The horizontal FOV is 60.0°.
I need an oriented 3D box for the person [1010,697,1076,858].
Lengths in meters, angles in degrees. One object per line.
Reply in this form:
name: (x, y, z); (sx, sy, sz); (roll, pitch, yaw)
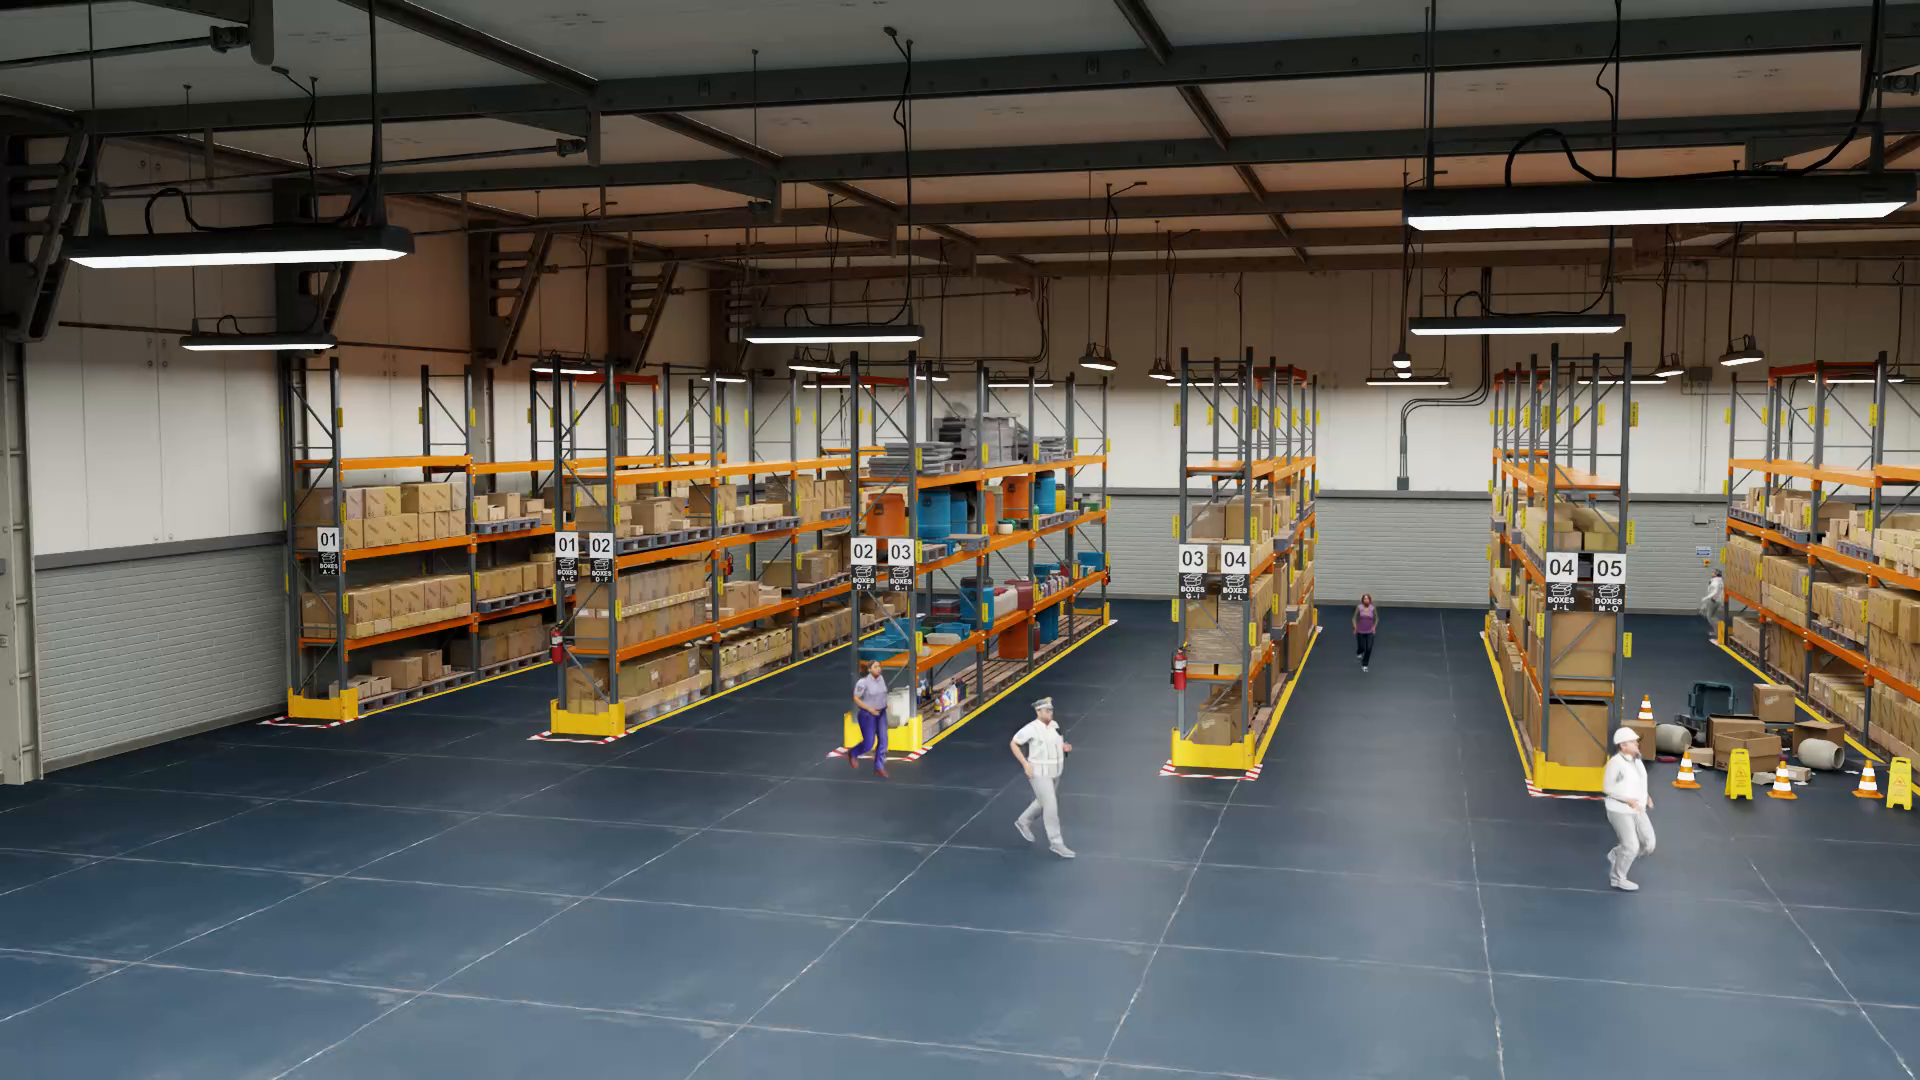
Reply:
person: (0.977, 2.688, 19.141); (0.962, 1.782, 0.658); (3, 5, 40)

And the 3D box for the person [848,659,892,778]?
person: (-1.243, 2.486, 23.358); (0.632, 1.644, 0.719); (-4, 6, -44)

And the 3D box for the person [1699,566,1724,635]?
person: (17.212, 1.393, 38.076); (0.530, 1.622, 0.632); (2, 5, 26)

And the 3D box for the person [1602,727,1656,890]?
person: (7.077, 2.844, 17.606); (0.638, 1.726, 0.576); (-3, 5, -35)

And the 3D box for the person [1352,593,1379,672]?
person: (8.023, 1.822, 32.920); (0.521, 1.550, 0.577); (1, 4, 8)
